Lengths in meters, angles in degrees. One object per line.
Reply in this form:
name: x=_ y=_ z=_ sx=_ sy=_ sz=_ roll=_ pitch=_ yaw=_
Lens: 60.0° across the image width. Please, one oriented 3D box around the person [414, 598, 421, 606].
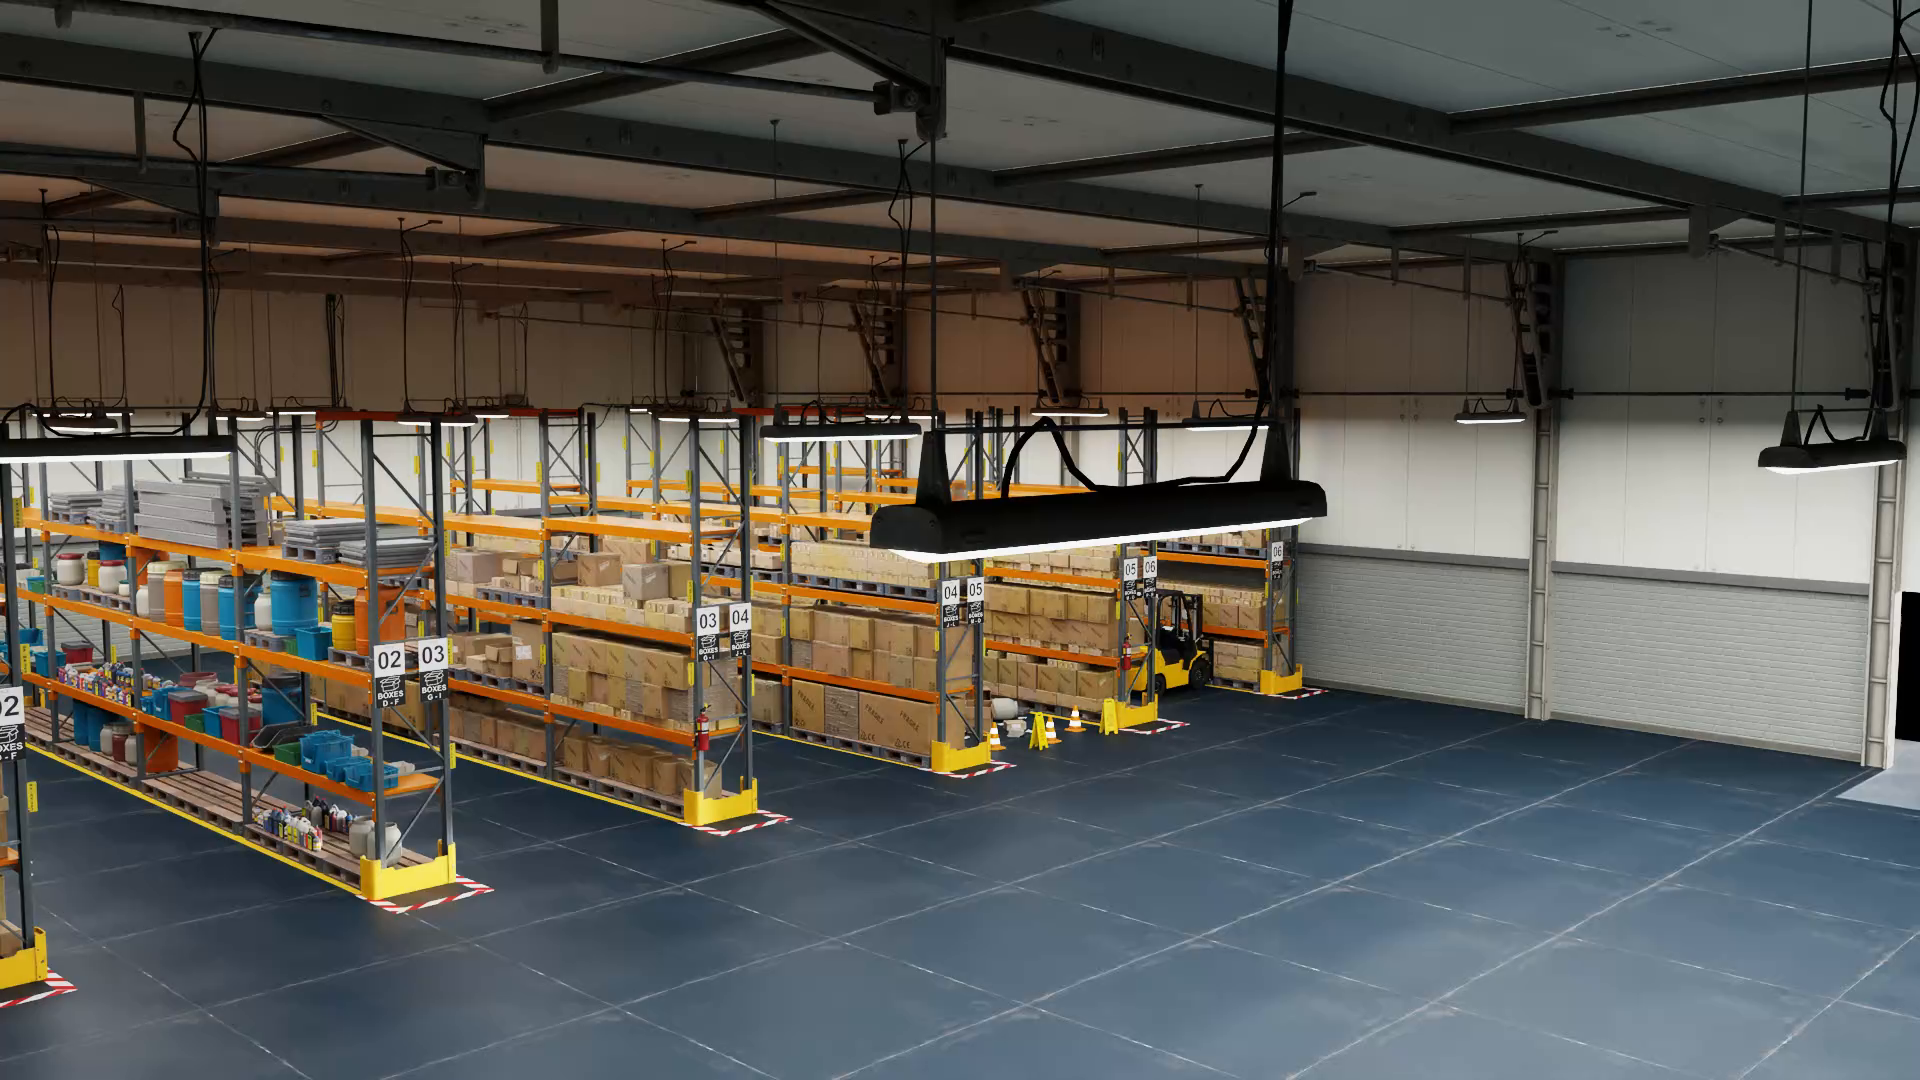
person: x=-12.309 y=2.134 z=37.641 sx=0.711 sy=1.765 sz=0.683 roll=-4 pitch=7 yaw=-39
